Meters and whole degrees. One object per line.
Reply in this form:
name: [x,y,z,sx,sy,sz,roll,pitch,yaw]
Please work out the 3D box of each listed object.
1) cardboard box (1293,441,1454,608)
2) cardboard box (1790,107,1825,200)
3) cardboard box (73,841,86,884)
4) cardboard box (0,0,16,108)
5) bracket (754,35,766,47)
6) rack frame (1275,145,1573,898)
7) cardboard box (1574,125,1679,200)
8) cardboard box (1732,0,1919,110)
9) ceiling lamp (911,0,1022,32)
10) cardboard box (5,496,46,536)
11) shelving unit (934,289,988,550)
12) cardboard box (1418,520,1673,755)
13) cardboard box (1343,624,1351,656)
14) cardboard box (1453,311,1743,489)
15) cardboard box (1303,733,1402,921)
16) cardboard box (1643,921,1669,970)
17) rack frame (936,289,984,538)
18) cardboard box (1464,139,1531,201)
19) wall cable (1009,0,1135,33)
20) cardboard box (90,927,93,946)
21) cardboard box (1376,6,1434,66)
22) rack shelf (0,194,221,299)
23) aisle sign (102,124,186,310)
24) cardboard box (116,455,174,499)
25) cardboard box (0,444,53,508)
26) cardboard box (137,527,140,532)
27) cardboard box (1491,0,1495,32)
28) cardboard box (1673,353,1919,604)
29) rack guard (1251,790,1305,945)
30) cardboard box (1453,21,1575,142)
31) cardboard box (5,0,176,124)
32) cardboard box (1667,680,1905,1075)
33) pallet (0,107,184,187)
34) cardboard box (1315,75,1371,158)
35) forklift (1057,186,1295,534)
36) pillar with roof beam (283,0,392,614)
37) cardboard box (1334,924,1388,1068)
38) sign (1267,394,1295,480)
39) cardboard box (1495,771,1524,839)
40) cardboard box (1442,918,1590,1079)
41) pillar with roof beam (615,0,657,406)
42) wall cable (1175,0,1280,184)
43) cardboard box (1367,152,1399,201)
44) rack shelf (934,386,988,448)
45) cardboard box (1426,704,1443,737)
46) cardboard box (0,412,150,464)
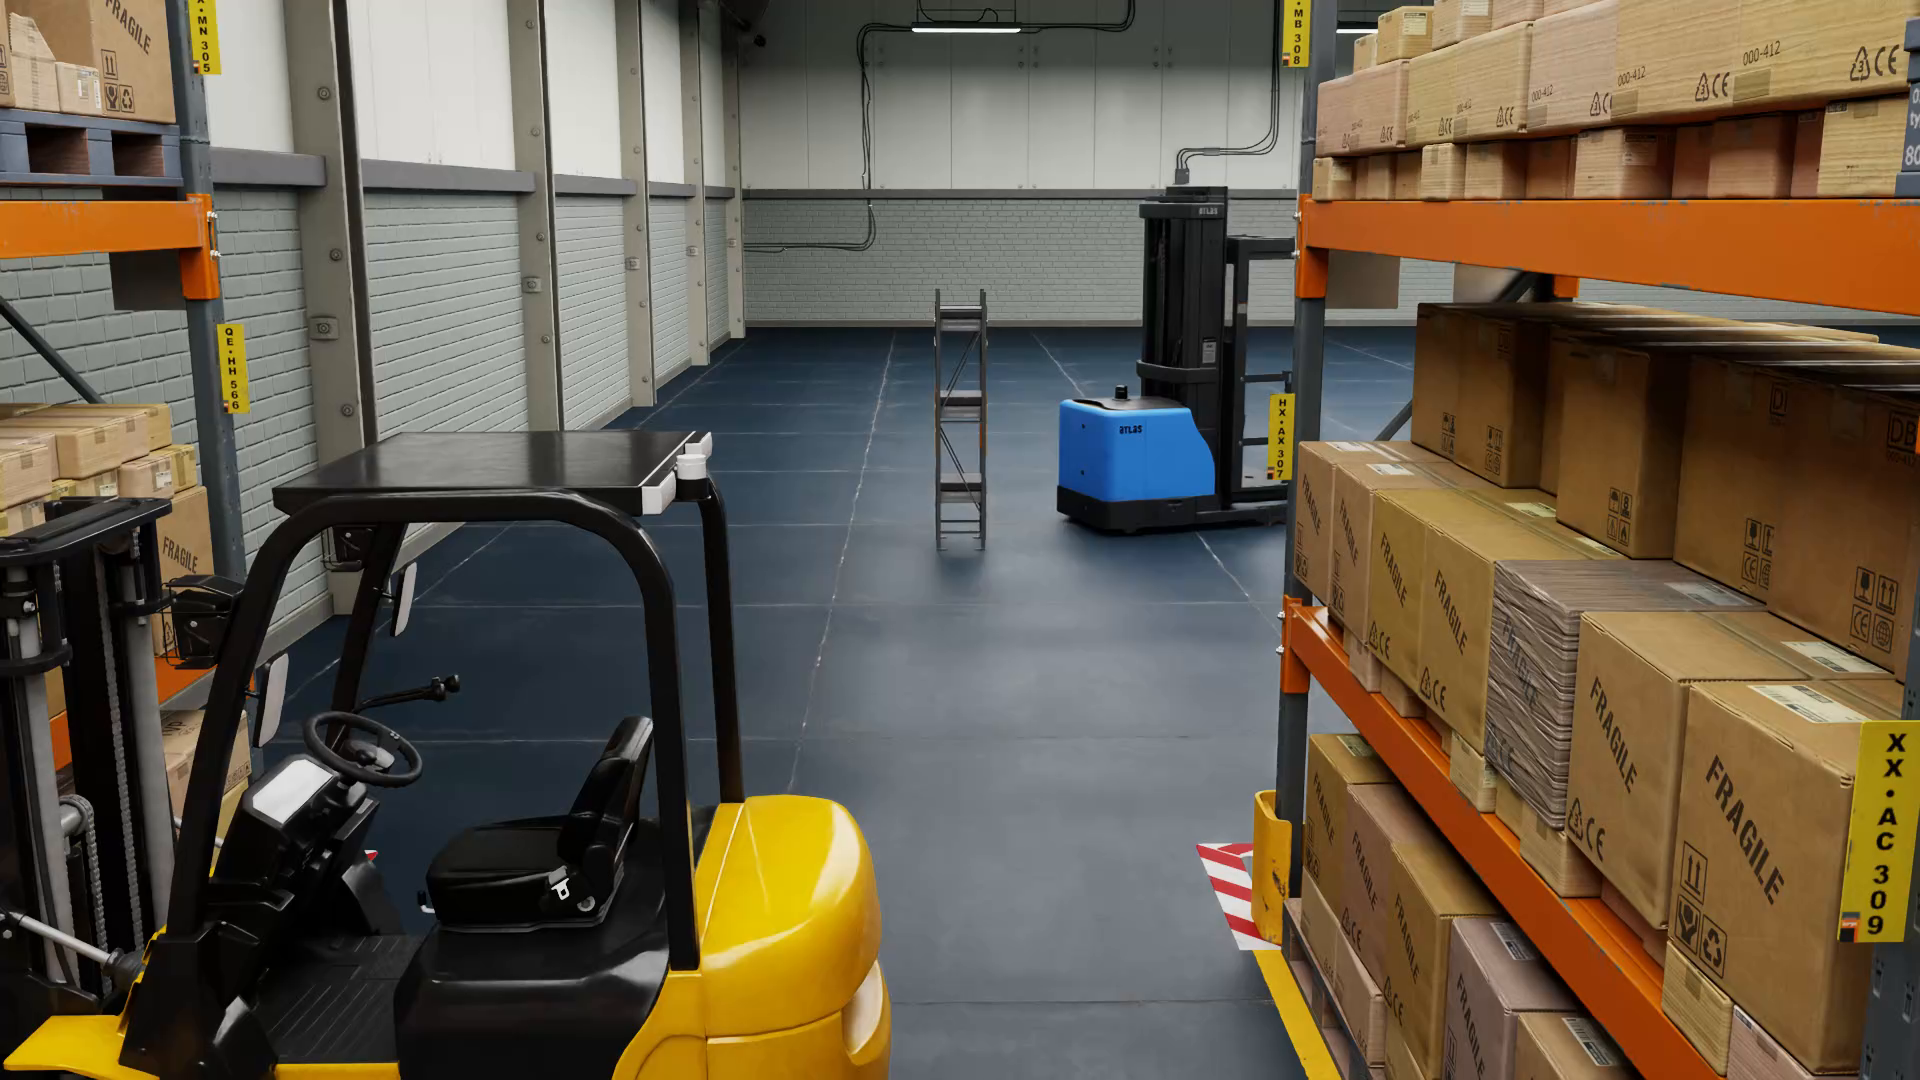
cardboard box: [1.484,-0.065,5.837,0.500,0.500,0.500,0,11,-2]
cardboard box: [1.606,-0.630,2.705,0.380,0.149,0.250,0,11,0]
cardboard box: [-2.853,0.999,4.935,0.500,0.250,0.500,0,11,0]
cardboard box: [-3.037,-1.427,4.447,0.700,0.500,0.500,0,11,-1]
bracket: [-4.420,-11.025,36.718,0.235,0.232,0.430,0,11,-1]
rack frame: [1.752,0.034,6.346,1.000,3.000,0.127,0,11,-1]
cardboard box: [1.516,-0.784,3.465,0.380,0.149,0.250,0,11,0]
cardboard box: [1.556,-0.800,2.542,0.500,0.250,0.500,0,11,-2]
ceiling lamp: [0.111,-10.818,30.069,2.000,3.185,0.800,0,11,-1]
cardboard box: [-2.898,-0.039,4.824,0.380,0.149,0.250,-1,11,-3]
shelving unit: [0.003,-0.996,13.688,0.431,2.100,0.503,0,11,-1]
cardboard box: [1.529,0.240,4.332,0.500,0.500,0.500,0,11,-2]
cardboard box: [1.496,0.329,5.525,0.380,0.149,0.250,-1,11,-3]
cardboard box: [1.983,-0.449,5.215,0.700,0.500,0.500,0,11,-1]
cardboard box: [1.493,0.975,5.684,0.500,0.500,0.500,-1,11,-3]
cardboard box: [1.584,0.788,3.262,0.380,0.149,0.250,0,11,-1]
rack frame: [-0.002,-1.045,13.927,0.400,2.100,0.015,0,11,-1]
cardboard box: [1.511,-0.936,4.218,0.380,0.149,0.250,-1,11,-3]
wall cable: [2.343,-12.503,36.725,3.097,2.526,0.112,0,11,-1]
cardboard box: [-2.857,1.250,4.956,0.500,0.250,0.500,0,11,-2]
cardboard box: [1.450,-1.482,4.901,0.380,0.149,0.250,0,11,-1]
rack shelf: [-3.170,-0.665,4.055,1.077,0.370,4.000,0,11,-1]
aisle sign: [-2.919,-1.233,6.053,0.394,0.787,0.004,0,11,-1]
cardboard box: [-2.889,-0.193,5.583,0.380,0.149,0.250,0,11,0]
cardboard box: [-2.877,-0.185,4.796,0.380,0.149,0.250,0,11,0]
cardboard box: [-2.937,0.206,5.246,0.500,0.500,0.500,0,11,1]
cardboard box: [1.555,-1.329,4.149,0.380,0.149,0.250,0,11,0]
cardboard box: [2.070,-0.145,3.717,0.700,0.500,0.500,0,11,-2]
rack guard: [1.753,1.274,6.520,1.175,0.500,0.348,0,11,-1]
cardboard box: [1.523,-1.102,4.033,0.500,0.250,0.500,0,11,0]
cardboard box: [-2.958,-1.631,5.453,0.500,0.500,0.500,0,11,1]
cardboard box: [1.577,0.547,2.817,0.500,0.500,0.500,-1,11,-3]
pallet: [-3.222,-1.231,5.259,1.003,0.211,1.213,0,11,-1]
cardboard box: [1.496,-1.407,5.535,0.500,0.250,0.500,0,11,-2]
forklift: [2.442,-1.656,14.851,3.031,2.935,1.130,-5,12,-21]
pillar with roof beam: [0.083,-3.953,10.911,9.100,9.000,0.400,0,11,-1]
cardboard box: [1.495,1.439,5.281,0.500,0.250,0.500,0,11,1]
sign: [1.209,-0.388,6.249,0.100,0.325,0.005,0,11,-1]
cardboard box: [1.523,0.637,4.007,0.380,0.149,0.250,0,11,-2]
cardboard box: [1.530,1.285,4.156,0.500,0.500,0.500,0,11,2]
pillar with roof beam: [-0.165,-6.338,22.669,9.100,9.000,0.400,0,11,-1]
wall cable: [6.035,-11.000,37.091,2.305,6.003,0.169,0,11,-1]
cardboard box: [1.500,-1.141,5.225,0.380,0.149,0.250,0,11,0]
rack shelf: [0.003,-0.983,13.691,0.431,0.518,0.480,0,11,-1]
cardboard box: [1.559,0.483,4.765,0.380,0.149,0.250,0,11,1]
cardboard box: [-2.957,-0.338,5.550,0.380,0.149,0.250,0,11,-1]
